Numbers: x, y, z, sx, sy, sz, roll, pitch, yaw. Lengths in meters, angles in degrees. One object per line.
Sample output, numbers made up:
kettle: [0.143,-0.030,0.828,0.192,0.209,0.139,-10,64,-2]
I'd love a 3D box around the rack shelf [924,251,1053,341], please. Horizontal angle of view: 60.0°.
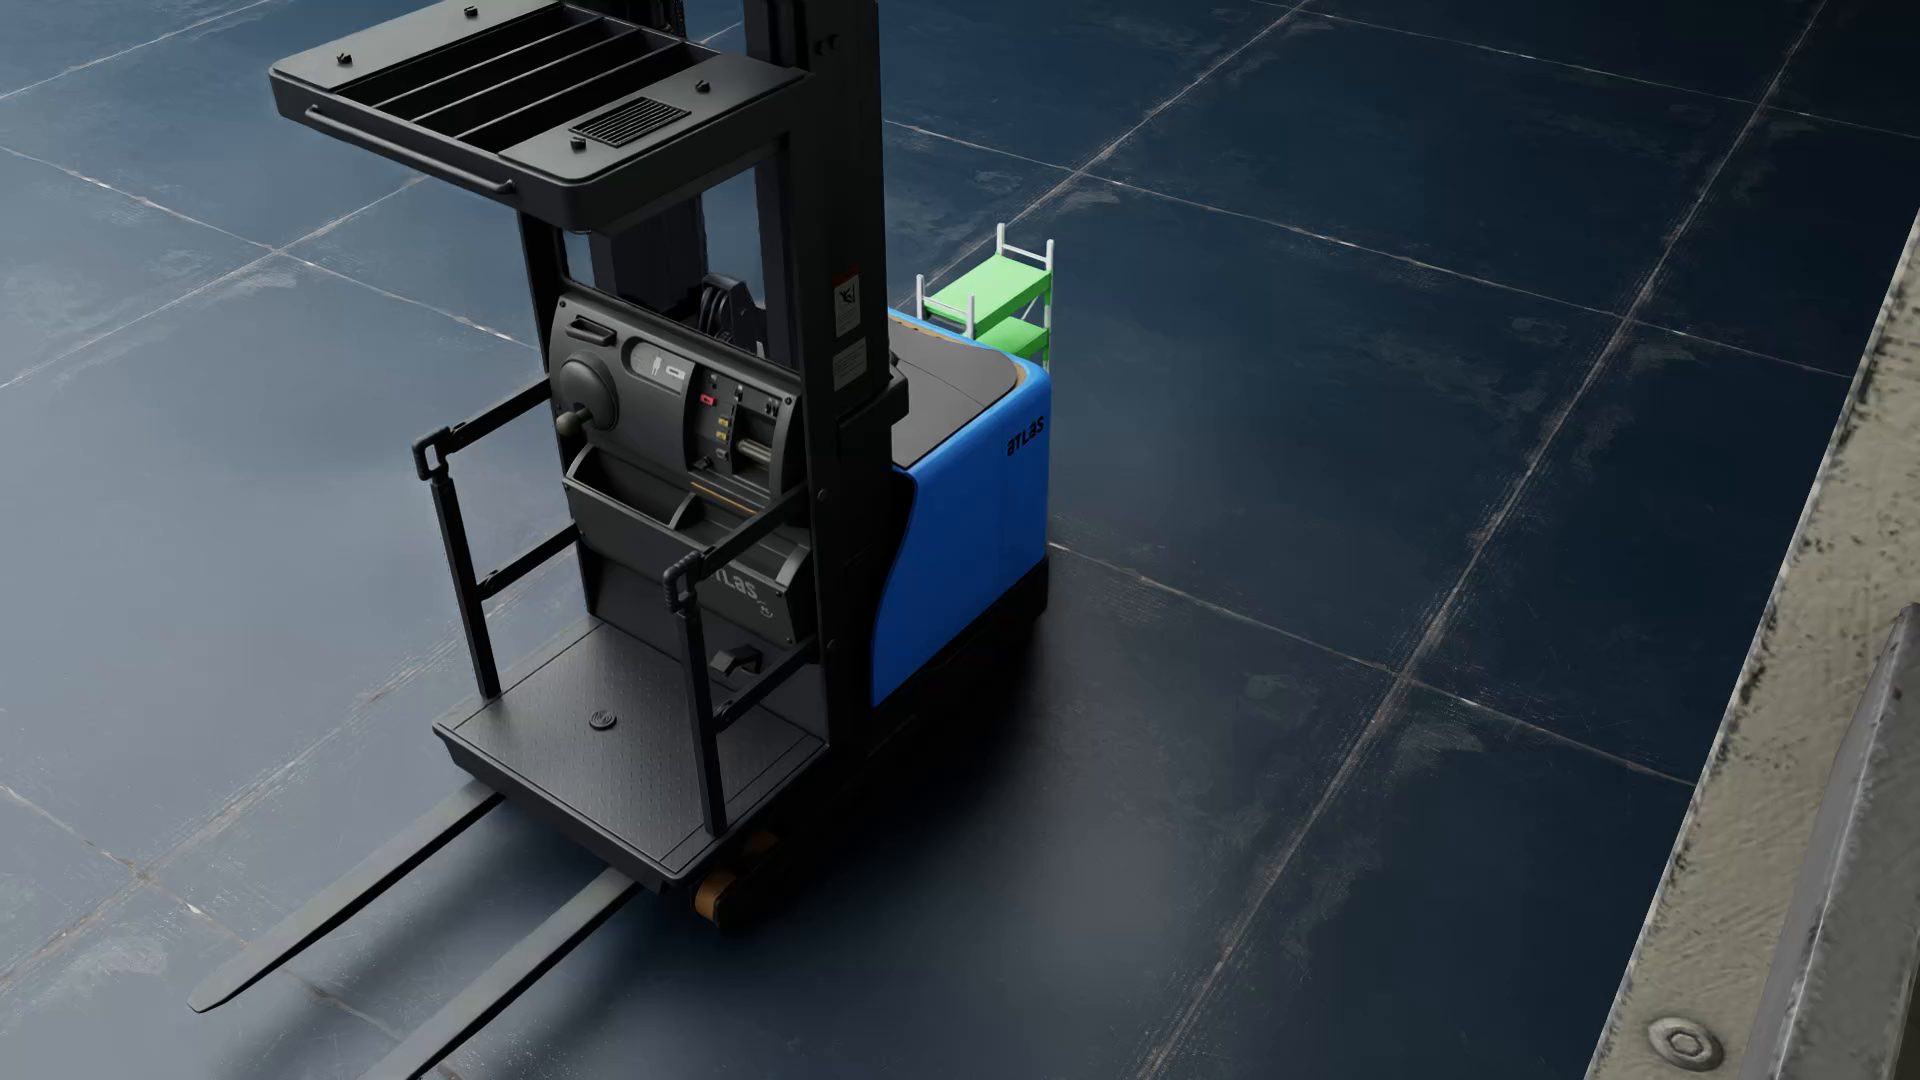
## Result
rack shelf: [0.095,-0.857,6.024,0.258,0.148,0.480,24,44,28]

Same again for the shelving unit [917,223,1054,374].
shelving unit: [0.095,-0.527,6.279,0.258,1.200,0.503,24,44,28]

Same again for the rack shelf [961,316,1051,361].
rack shelf: [0.095,-0.667,6.171,0.258,0.148,0.480,24,44,28]

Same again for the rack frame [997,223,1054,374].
rack frame: [0.240,-0.647,6.434,0.240,1.200,0.015,24,44,28]

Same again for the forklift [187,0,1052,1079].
forklift: [-0.956,-0.336,4.612,1.130,2.935,3.031,24,44,28]

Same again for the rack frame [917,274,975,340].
rack frame: [-0.051,-0.407,6.123,0.240,1.200,0.015,24,44,28]
